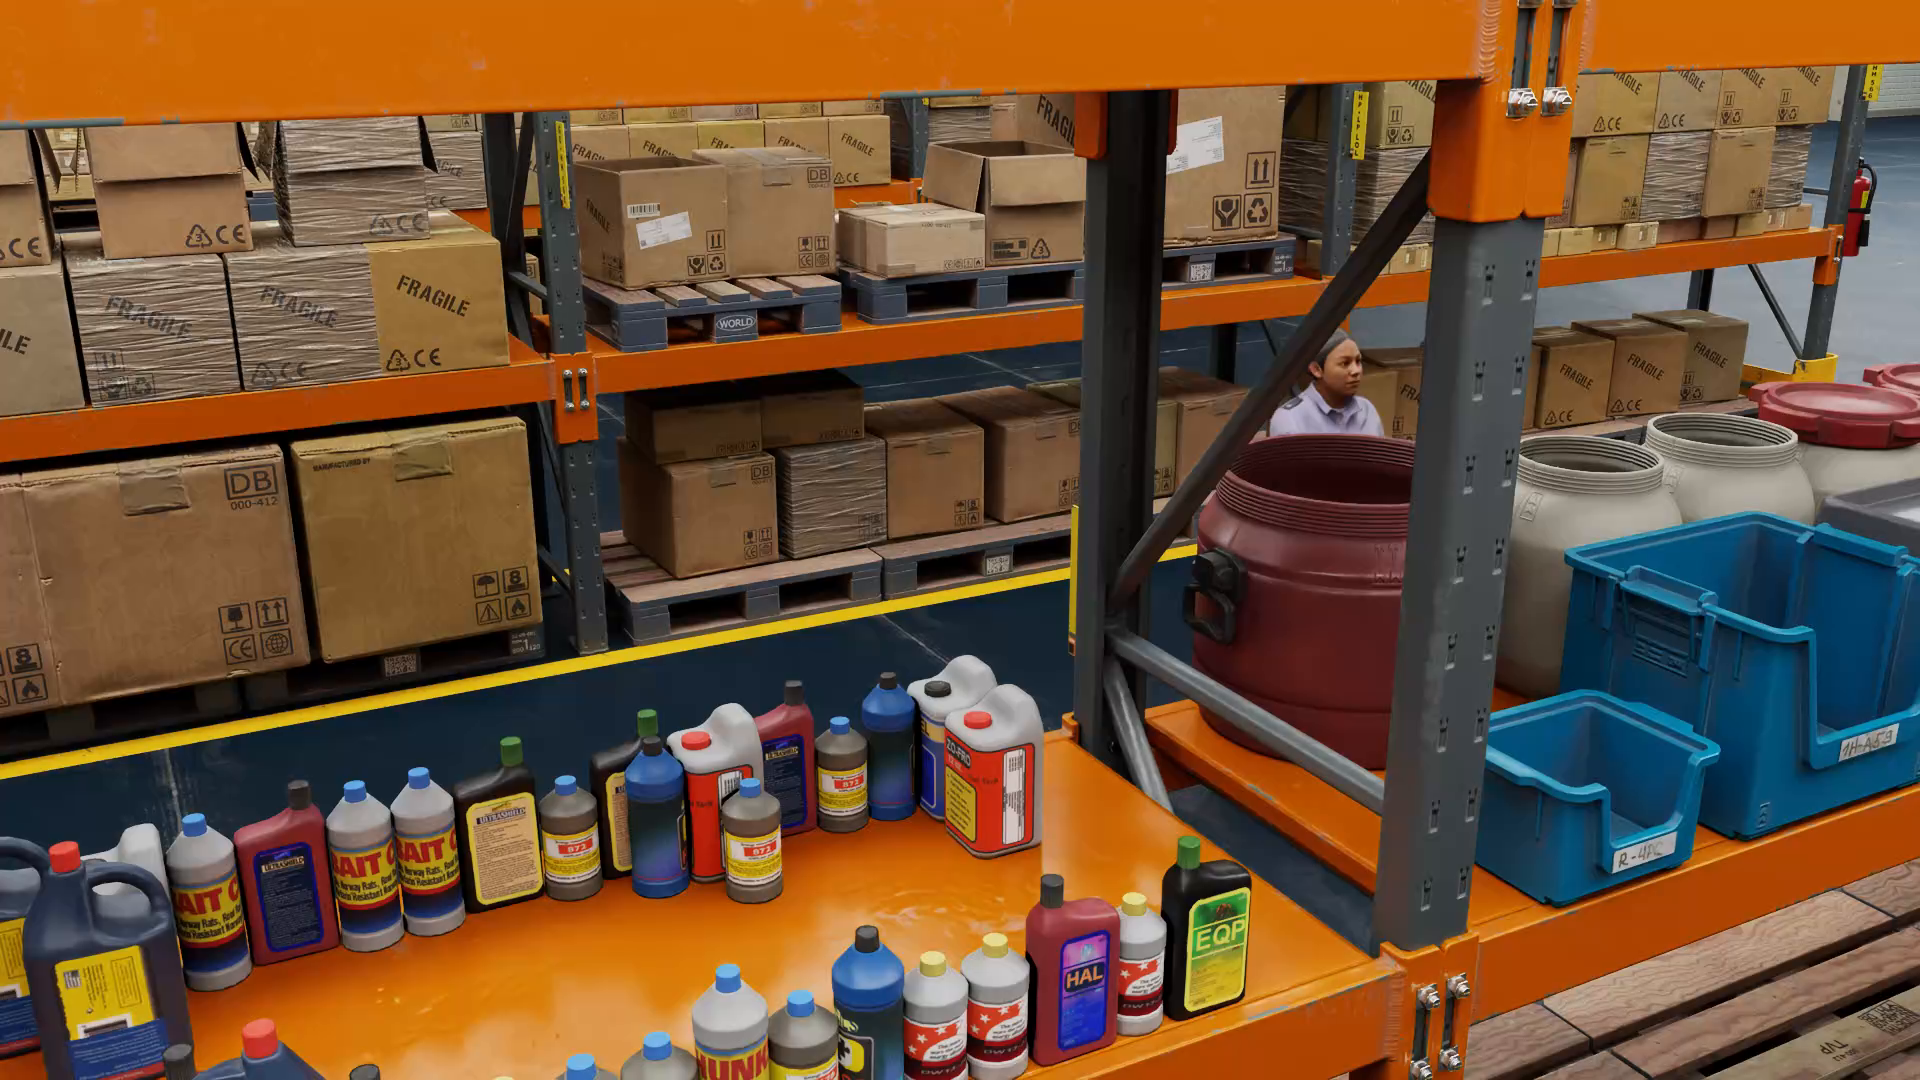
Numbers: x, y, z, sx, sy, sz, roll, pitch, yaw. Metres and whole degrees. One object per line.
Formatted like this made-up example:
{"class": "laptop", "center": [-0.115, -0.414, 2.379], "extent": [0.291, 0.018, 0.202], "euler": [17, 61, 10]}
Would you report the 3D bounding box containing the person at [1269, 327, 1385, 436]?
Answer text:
{"class": "person", "center": [1.316, 0.086, 5.821], "extent": [0.476, 1.649, 0.505], "euler": [-10, 21, -27]}
